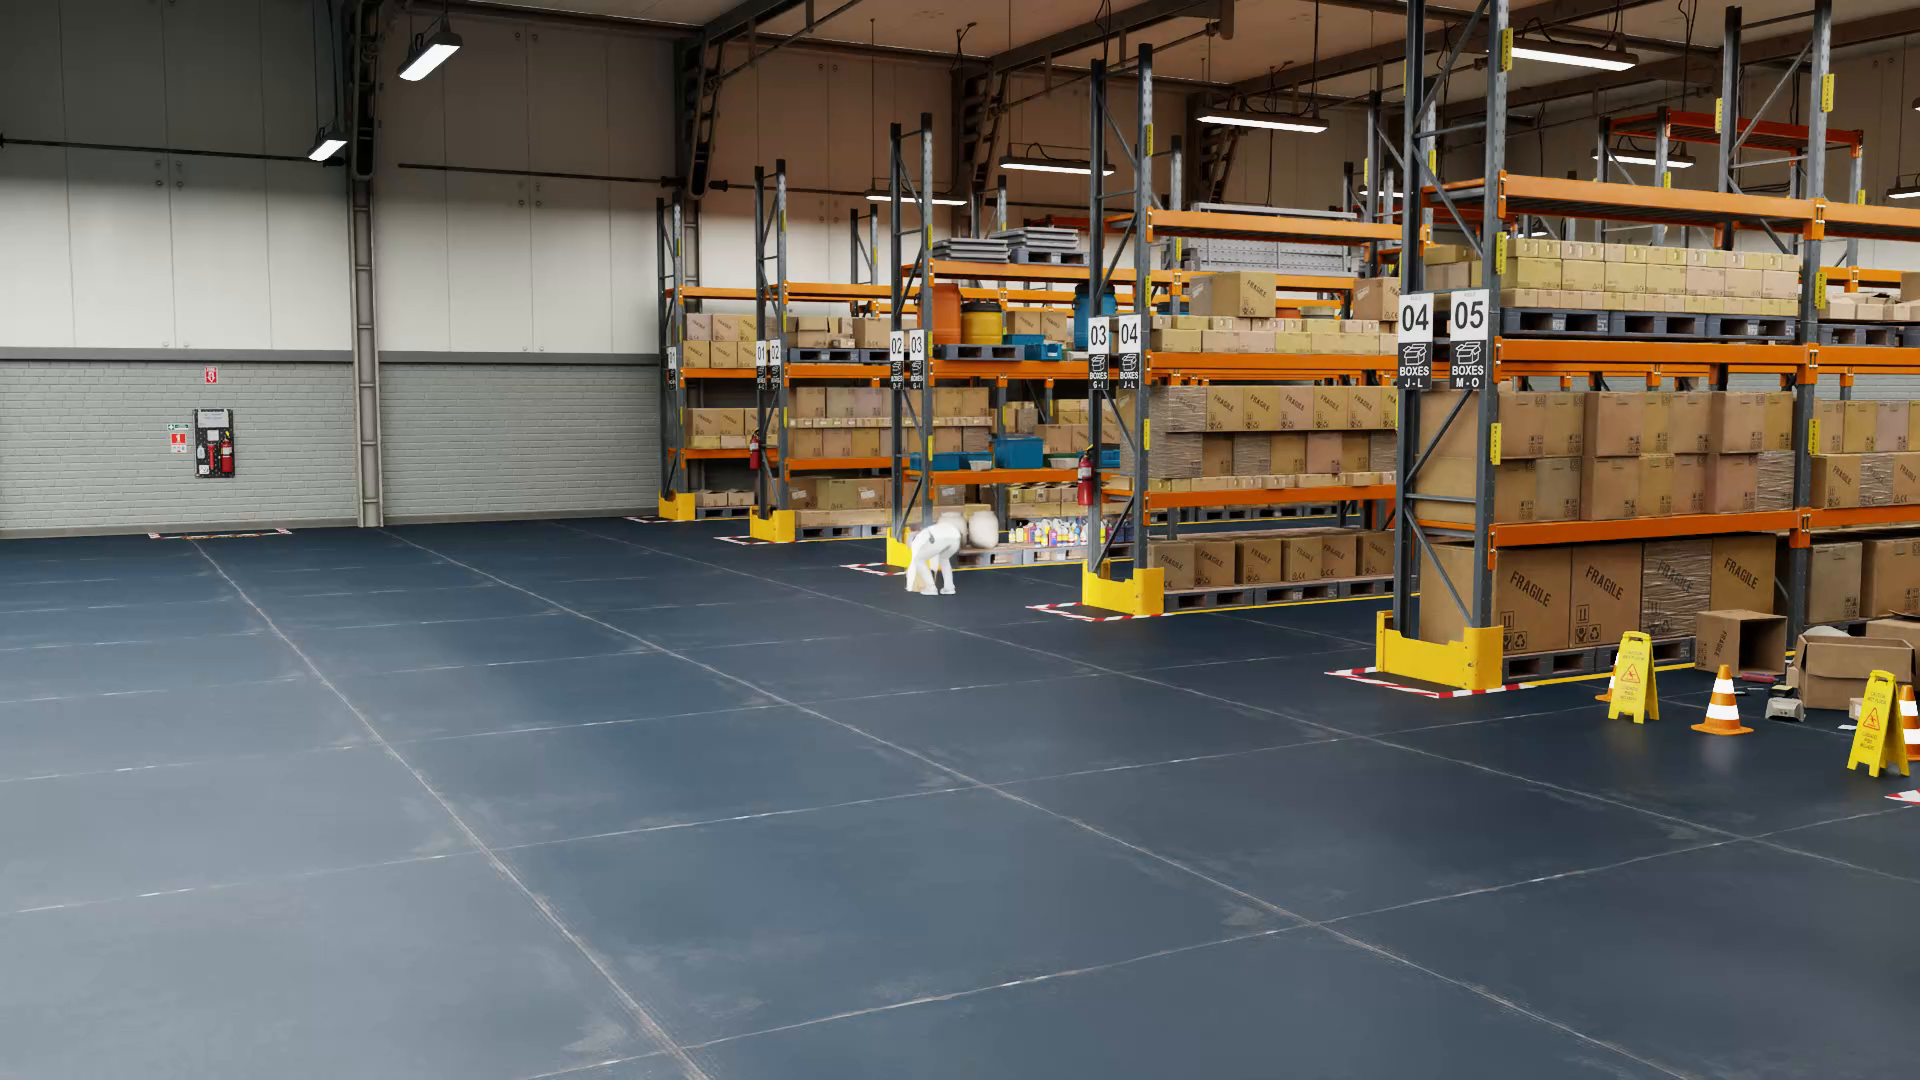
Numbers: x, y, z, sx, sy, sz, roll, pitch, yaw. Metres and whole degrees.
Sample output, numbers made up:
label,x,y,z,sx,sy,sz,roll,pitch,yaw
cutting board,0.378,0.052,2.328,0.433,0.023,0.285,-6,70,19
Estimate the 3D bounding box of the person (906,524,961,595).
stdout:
label,x,y,z,sx,sy,sz,roll,pitch,yaw
person,-0.334,0.222,19.728,0.469,0.842,0.889,-3,6,-31
